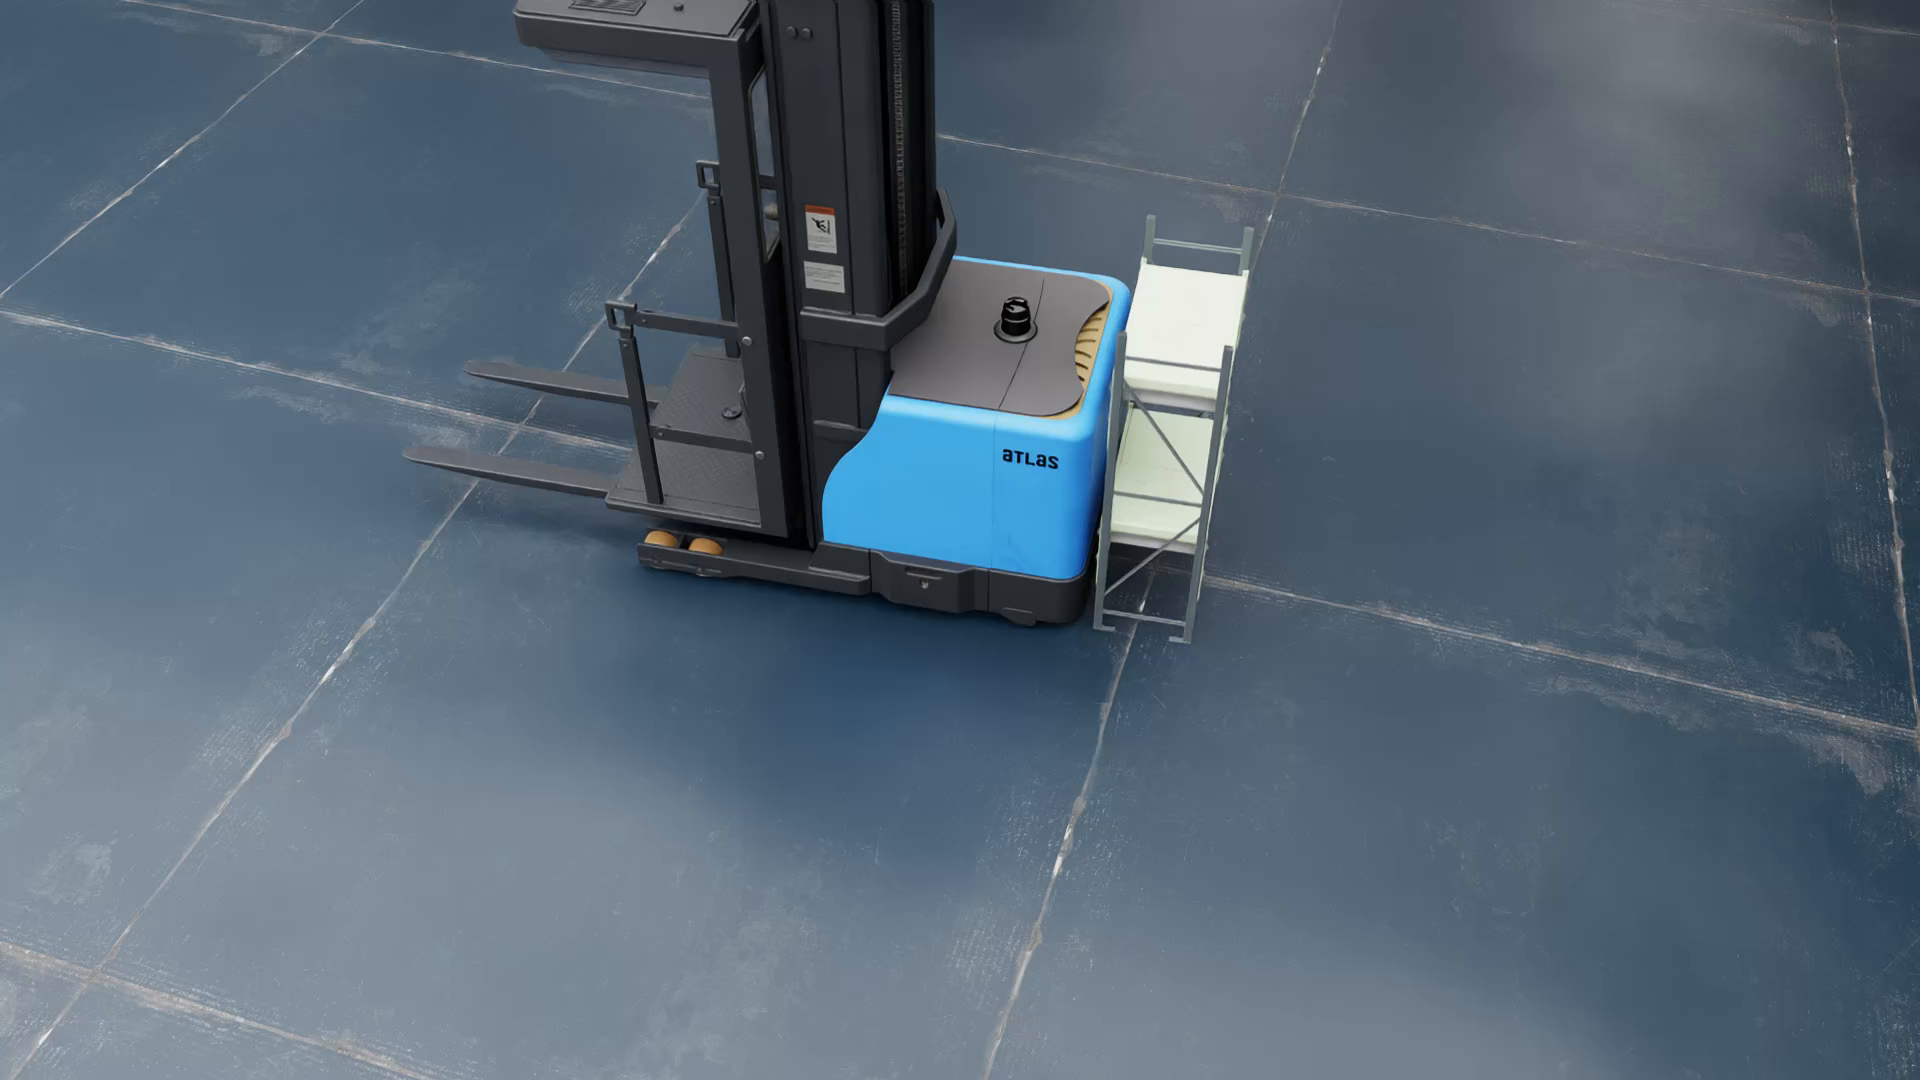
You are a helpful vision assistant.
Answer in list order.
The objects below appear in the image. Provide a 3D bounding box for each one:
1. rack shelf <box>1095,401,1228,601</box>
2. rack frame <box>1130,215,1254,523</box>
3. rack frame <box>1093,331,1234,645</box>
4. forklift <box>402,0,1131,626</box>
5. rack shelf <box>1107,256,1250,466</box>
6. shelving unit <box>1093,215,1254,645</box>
[{"bbox_3d":[0.819,-0.167,6.713,0.431,0.370,0.720,9,45,9],"label":"rack shelf"},{"bbox_3d":[0.898,-0.650,6.741,0.400,1.500,0.023,9,45,9],"label":"rack frame"},{"bbox_3d":[0.739,-0.150,6.230,0.400,1.500,0.023,9,45,9],"label":"rack frame"},{"bbox_3d":[-0.873,-1.242,6.322,3.031,2.935,1.130,9,45,9],"label":"forklift"},{"bbox_3d":[0.819,-0.679,6.212,0.431,0.370,0.720,9,45,9],"label":"rack shelf"},{"bbox_3d":[0.819,-0.400,6.485,0.431,1.500,0.755,9,45,9],"label":"shelving unit"}]
